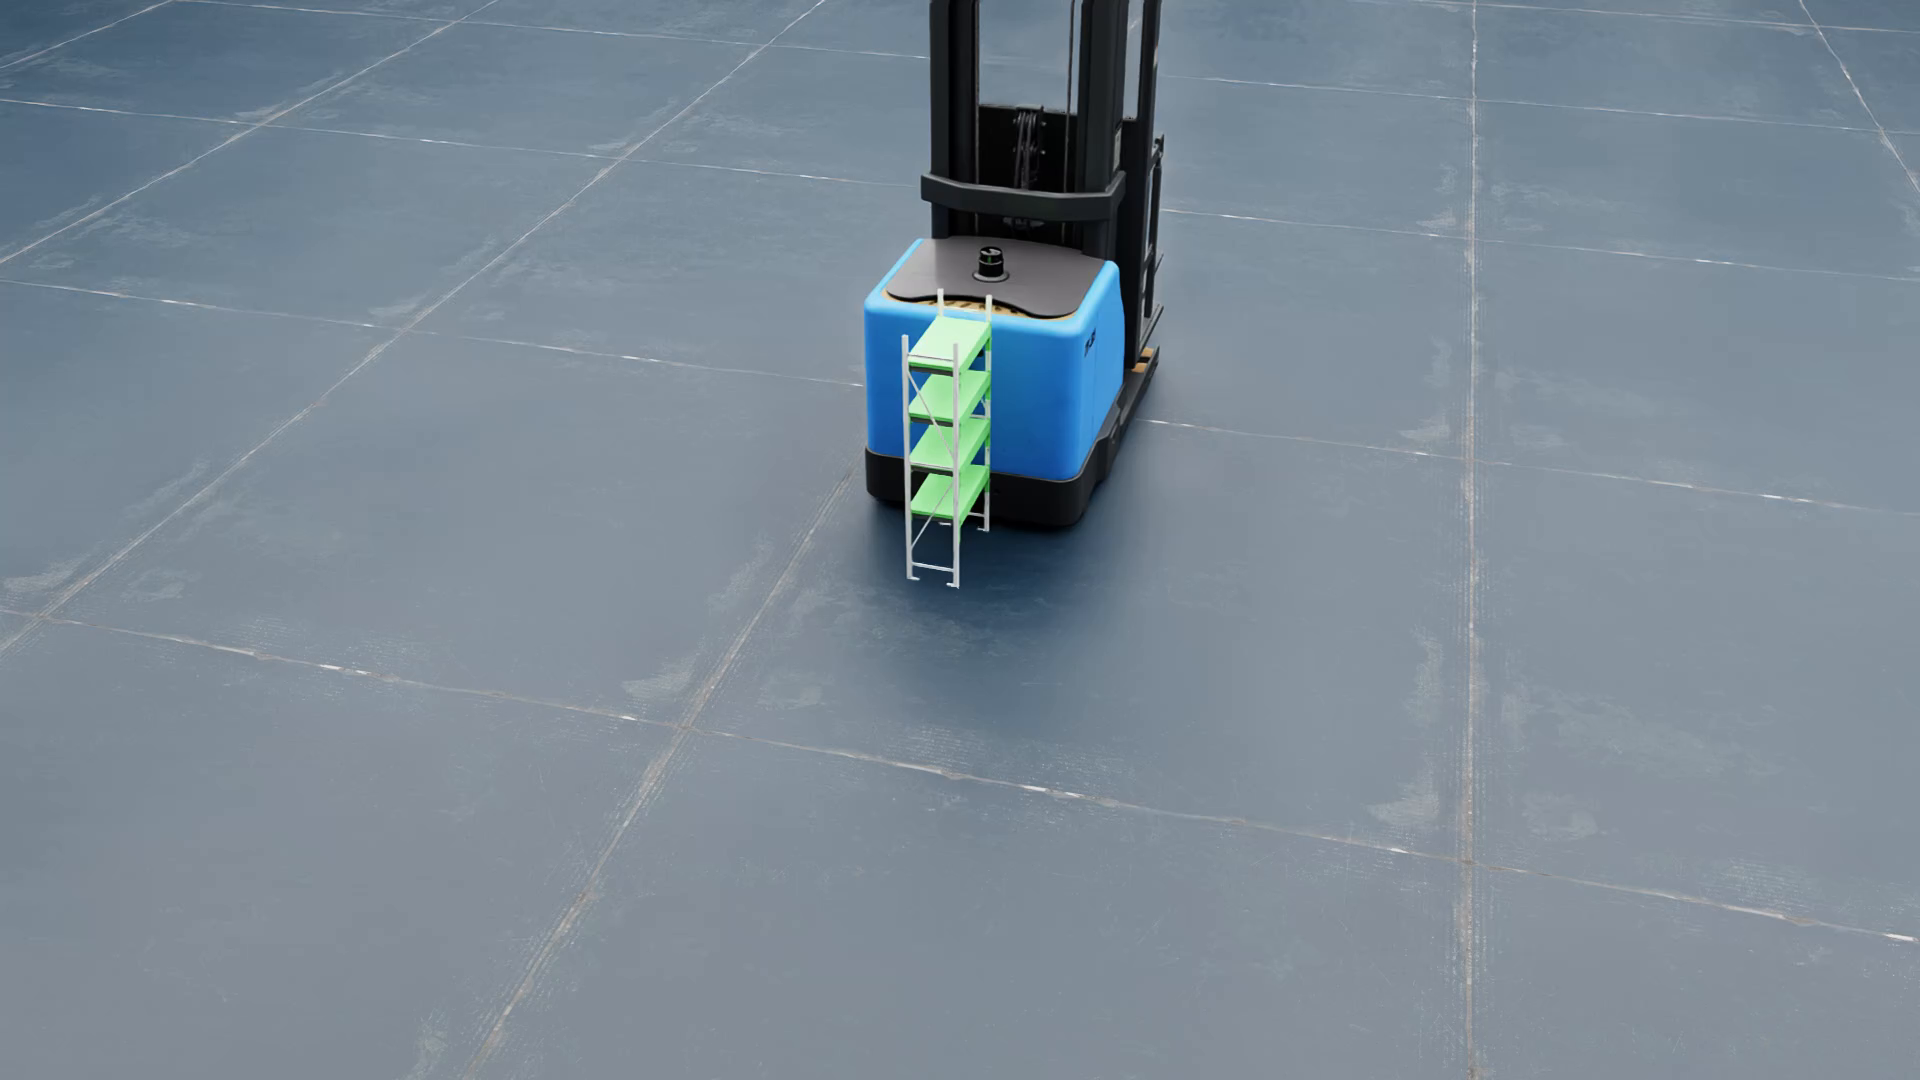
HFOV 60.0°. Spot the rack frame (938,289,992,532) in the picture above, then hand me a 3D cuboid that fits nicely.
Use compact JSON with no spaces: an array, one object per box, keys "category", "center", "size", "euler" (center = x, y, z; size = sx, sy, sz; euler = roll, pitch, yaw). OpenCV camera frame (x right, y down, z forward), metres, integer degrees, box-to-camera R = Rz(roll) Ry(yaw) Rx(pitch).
[{"category":"rack frame","center":[0.020,-0.565,7.521],"size":[0.240,1.200,0.015],"euler":[9,34,14]}]

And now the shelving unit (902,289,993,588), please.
[{"category":"shelving unit","center":[-0.051,-0.440,7.324],"size":[0.258,1.200,0.503],"euler":[9,34,14]}]

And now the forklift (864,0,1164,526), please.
[{"category":"forklift","center":[0.466,-2.085,8.297],"size":[1.130,2.935,3.031],"euler":[9,34,14]}]

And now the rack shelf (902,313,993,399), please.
[{"category":"rack shelf","center":[-0.051,-0.791,7.101],"size":[0.258,0.148,0.480],"euler":[9,34,14]}]

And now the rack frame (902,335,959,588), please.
[{"category":"rack frame","center":[-0.121,-0.315,7.127],"size":[0.240,1.200,0.015],"euler":[9,34,14]}]

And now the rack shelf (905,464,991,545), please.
[{"category":"rack shelf","center":[-0.051,-0.184,7.487],"size":[0.258,0.148,0.480],"euler":[9,34,14]}]

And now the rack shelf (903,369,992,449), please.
[{"category":"rack shelf","center":[-0.051,-0.589,7.229],"size":[0.258,0.148,0.480],"euler":[9,34,14]}]

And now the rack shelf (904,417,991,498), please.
[{"category":"rack shelf","center":[-0.051,-0.386,7.358],"size":[0.258,0.148,0.480],"euler":[9,34,14]}]
